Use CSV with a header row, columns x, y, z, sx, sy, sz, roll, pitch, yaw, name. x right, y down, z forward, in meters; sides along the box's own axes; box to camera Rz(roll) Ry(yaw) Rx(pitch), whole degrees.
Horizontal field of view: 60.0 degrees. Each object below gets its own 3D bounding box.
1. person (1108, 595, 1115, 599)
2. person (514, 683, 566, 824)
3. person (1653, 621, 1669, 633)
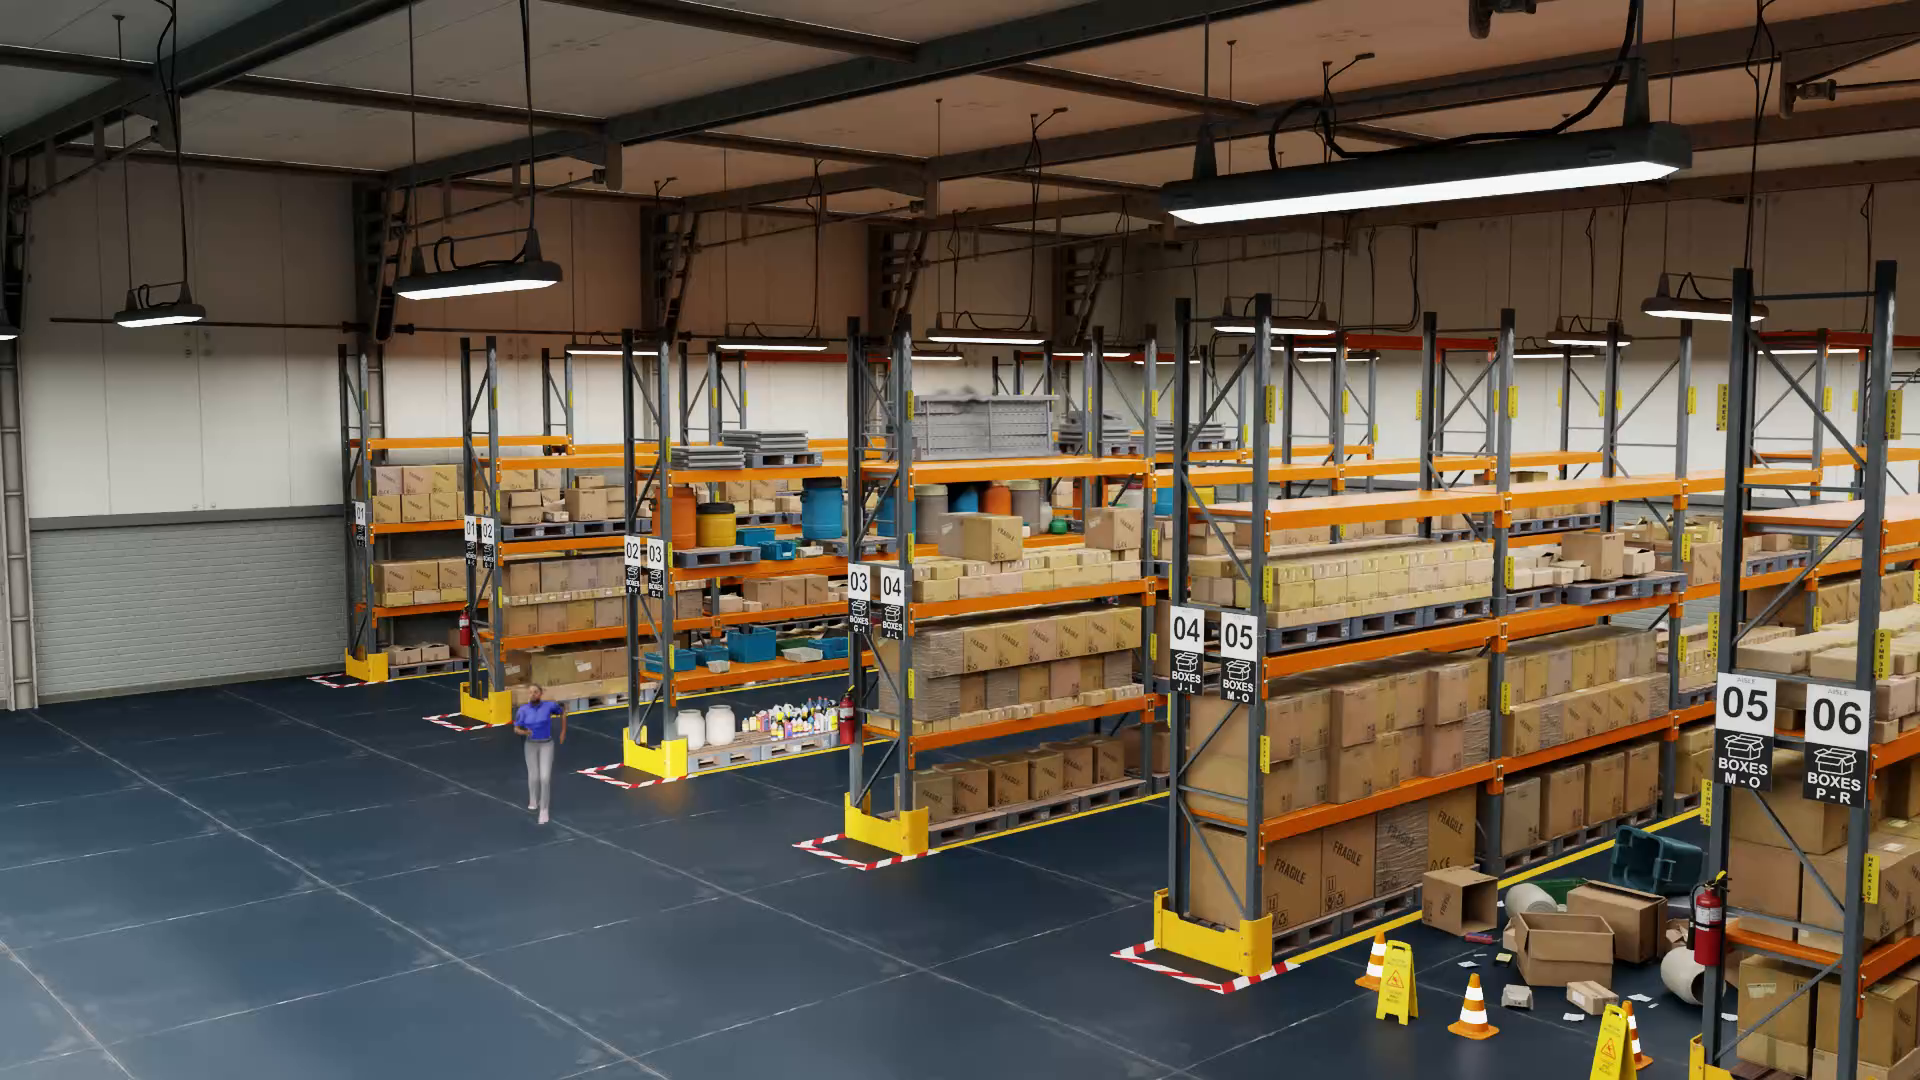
x,y,z,sx,sy,sz,roll,pitch,yaw,name
3.056,1.402,32.702,0.541,1.636,0.640,4,6,35,person
-5.070,2.556,20.100,0.585,1.684,0.882,-1,5,-6,person
10.269,2.092,24.469,0.648,1.779,0.662,-5,7,-43,person
